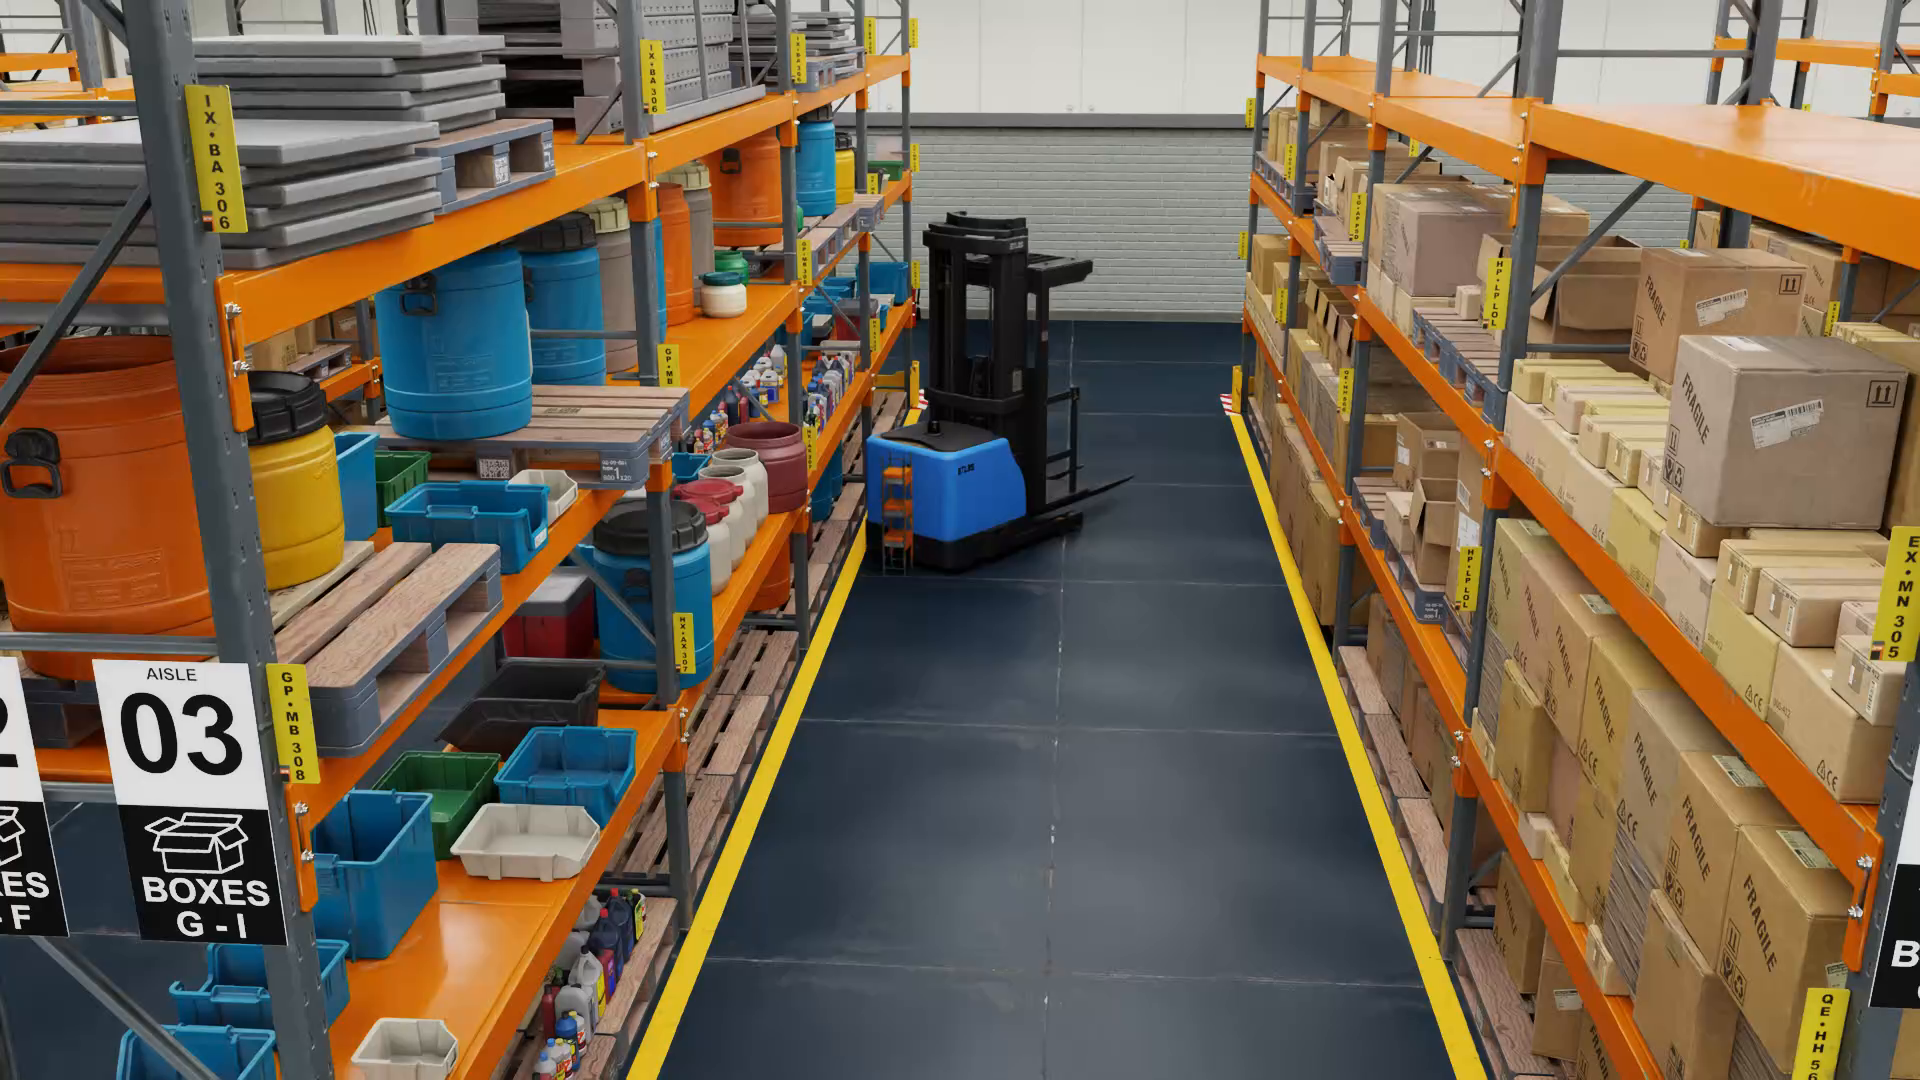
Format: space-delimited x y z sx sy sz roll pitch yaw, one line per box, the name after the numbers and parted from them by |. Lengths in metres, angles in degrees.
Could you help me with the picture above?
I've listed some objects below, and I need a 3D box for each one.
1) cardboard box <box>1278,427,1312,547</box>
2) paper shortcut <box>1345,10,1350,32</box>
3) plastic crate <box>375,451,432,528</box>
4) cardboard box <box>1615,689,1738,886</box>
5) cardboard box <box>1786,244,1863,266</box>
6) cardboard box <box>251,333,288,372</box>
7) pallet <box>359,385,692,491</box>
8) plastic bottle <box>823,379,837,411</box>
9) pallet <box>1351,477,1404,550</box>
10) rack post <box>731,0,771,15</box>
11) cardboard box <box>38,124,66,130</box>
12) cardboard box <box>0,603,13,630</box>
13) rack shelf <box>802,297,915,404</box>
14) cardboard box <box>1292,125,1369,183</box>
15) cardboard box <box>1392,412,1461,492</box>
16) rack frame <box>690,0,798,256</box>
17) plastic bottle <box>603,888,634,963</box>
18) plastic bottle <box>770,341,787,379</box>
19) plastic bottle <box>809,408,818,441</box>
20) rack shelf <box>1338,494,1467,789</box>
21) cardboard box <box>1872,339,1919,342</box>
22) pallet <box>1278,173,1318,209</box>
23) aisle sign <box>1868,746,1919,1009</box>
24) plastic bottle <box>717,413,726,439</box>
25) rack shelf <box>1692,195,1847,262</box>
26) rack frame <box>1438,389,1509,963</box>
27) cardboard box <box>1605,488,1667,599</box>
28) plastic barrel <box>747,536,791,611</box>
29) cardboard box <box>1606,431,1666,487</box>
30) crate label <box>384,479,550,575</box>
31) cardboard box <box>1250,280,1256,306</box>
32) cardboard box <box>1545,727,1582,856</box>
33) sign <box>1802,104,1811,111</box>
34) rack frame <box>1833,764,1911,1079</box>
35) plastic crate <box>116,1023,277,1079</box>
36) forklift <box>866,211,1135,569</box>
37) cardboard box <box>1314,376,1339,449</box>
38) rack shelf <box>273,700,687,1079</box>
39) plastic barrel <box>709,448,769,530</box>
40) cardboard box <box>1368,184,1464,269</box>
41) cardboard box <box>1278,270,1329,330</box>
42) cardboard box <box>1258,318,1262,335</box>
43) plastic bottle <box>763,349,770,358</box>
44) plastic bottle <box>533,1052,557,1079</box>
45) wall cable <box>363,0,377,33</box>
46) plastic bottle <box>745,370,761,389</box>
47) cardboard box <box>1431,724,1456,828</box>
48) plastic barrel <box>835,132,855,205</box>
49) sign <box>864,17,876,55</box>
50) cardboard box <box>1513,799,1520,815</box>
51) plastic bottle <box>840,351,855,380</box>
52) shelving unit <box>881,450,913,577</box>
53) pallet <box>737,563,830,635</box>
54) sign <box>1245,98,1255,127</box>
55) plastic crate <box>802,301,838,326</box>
3.485 -0.450 14.543 1.225 0.875 0.875 1 18 2 | cardboard box
2.858 -3.833 12.273 0.009 0.170 0.078 11 -13 1 | paper shortcut
-2.324 -0.203 6.576 0.336 0.188 0.450 1 18 4 | plastic crate
2.575 0.839 5.627 0.500 0.500 0.500 1 18 4 | cardboard box
8.310 -2.571 16.035 0.500 0.500 0.500 1 18 2 | cardboard box
-6.372 -1.656 14.651 0.700 0.500 0.500 -3 18 -10 | cardboard box
-1.894 -0.472 7.359 1.213 0.211 1.003 1 18 4 | pallet
-1.161 -1.275 14.522 0.152 0.276 0.135 1 18 4 | plastic bottle
3.342 -0.179 11.288 1.213 0.211 1.003 1 18 4 | pallet
-1.695 -3.945 12.009 0.624 0.289 0.986 1 18 4 | rack post
-10.749 -4.678 19.299 0.500 0.250 0.500 2 18 6 | cardboard box
-6.455 0.611 11.410 0.500 0.311 0.500 1 18 4 | cardboard box
-1.223 -2.126 18.077 1.077 0.370 4.000 1 18 4 | rack shelf
3.570 -3.701 15.915 0.700 0.500 0.500 0 18 1 | cardboard box
3.288 -0.573 11.345 0.500 0.500 0.500 -1 18 -3 | cardboard box
-1.653 -3.456 11.344 1.000 3.000 0.127 1 18 4 | rack frame
-1.698 1.894 8.201 0.144 0.351 0.185 1 18 2 | plastic bottle
-1.718 -1.709 15.728 0.144 0.351 0.185 1 18 4 | plastic bottle
-1.195 -0.932 13.466 0.061 0.283 0.133 1 18 4 | plastic bottle
3.144 0.469 10.157 1.077 0.370 4.000 1 18 4 | rack shelf
7.972 -1.601 14.094 0.380 0.149 0.250 1 18 3 | cardboard box
3.643 -3.374 16.054 1.003 0.211 1.213 1 18 4 | pallet
2.410 0.768 3.915 0.394 0.787 0.004 1 18 4 | aisle sign
-1.965 -0.934 13.602 0.097 0.201 0.097 0 18 0 | plastic bottle
8.657 -3.299 16.839 1.077 0.370 4.000 1 18 4 | rack shelf
3.001 0.748 8.150 1.000 3.000 0.127 1 18 4 | rack frame
2.604 0.010 5.825 0.500 0.250 0.500 1 18 3 | cardboard box
-1.635 0.075 13.016 0.600 0.830 0.708 1 18 4 | plastic barrel
2.614 -0.296 6.118 0.380 0.149 0.250 1 18 3 | cardboard box
-1.763 -0.049 6.003 0.502 0.251 0.408 1 18 4 | crate label
3.526 -2.744 18.571 0.500 0.250 0.500 1 18 3 | cardboard box
2.900 1.010 6.713 0.875 0.500 0.500 1 18 4 | cardboard box
9.353 -4.664 18.428 0.100 0.325 0.005 1 18 4 | sign
2.714 1.990 4.358 1.000 3.000 0.127 1 18 4 | rack frame
-2.489 1.788 5.214 0.499 0.251 0.616 1 18 4 | plastic crate
0.498 -1.532 15.217 1.130 2.935 3.031 15 23 38 | forklift
3.151 -1.017 13.375 0.500 0.500 0.500 1 18 2 | cardboard box
-2.083 1.601 6.703 1.077 0.370 4.000 1 18 4 | rack shelf
-1.514 -0.334 11.271 0.421 0.512 0.421 0 18 0 | plastic barrel
2.997 -2.064 10.953 0.500 0.500 0.500 1 18 4 | cardboard box
3.340 -2.312 16.047 0.500 0.500 0.500 2 18 5 | cardboard box
3.397 -2.279 17.791 0.380 0.149 0.250 1 18 3 | cardboard box
-1.828 -1.646 15.643 0.061 0.283 0.133 1 18 4 | plastic bottle
-1.761 2.305 7.074 0.097 0.271 0.097 0 18 0 | plastic bottle
-7.501 -8.774 24.451 3.097 2.526 0.112 1 18 4 | wall cable
-1.846 -1.365 14.799 0.152 0.276 0.135 1 18 4 | plastic bottle
3.119 1.389 9.502 0.700 0.500 0.500 1 18 4 | cardboard box
-1.229 -3.274 14.629 0.600 0.588 0.600 0 18 0 | plastic barrel
-0.818 -4.586 15.129 0.100 0.325 0.005 1 18 4 | sign
2.655 1.161 7.293 0.380 0.149 0.250 1 18 4 | cardboard box
-1.072 -1.659 15.694 0.152 0.276 0.135 1 18 4 | plastic bottle
-0.537 -0.223 14.243 0.215 1.050 0.252 4 18 13 | shelving unit
-1.638 0.475 13.463 1.003 0.211 1.213 1 18 4 | pallet
3.308 -4.872 18.952 0.100 0.325 0.005 1 18 4 | sign
-1.541 -2.467 18.134 0.416 0.233 0.300 1 18 4 | plastic crate
